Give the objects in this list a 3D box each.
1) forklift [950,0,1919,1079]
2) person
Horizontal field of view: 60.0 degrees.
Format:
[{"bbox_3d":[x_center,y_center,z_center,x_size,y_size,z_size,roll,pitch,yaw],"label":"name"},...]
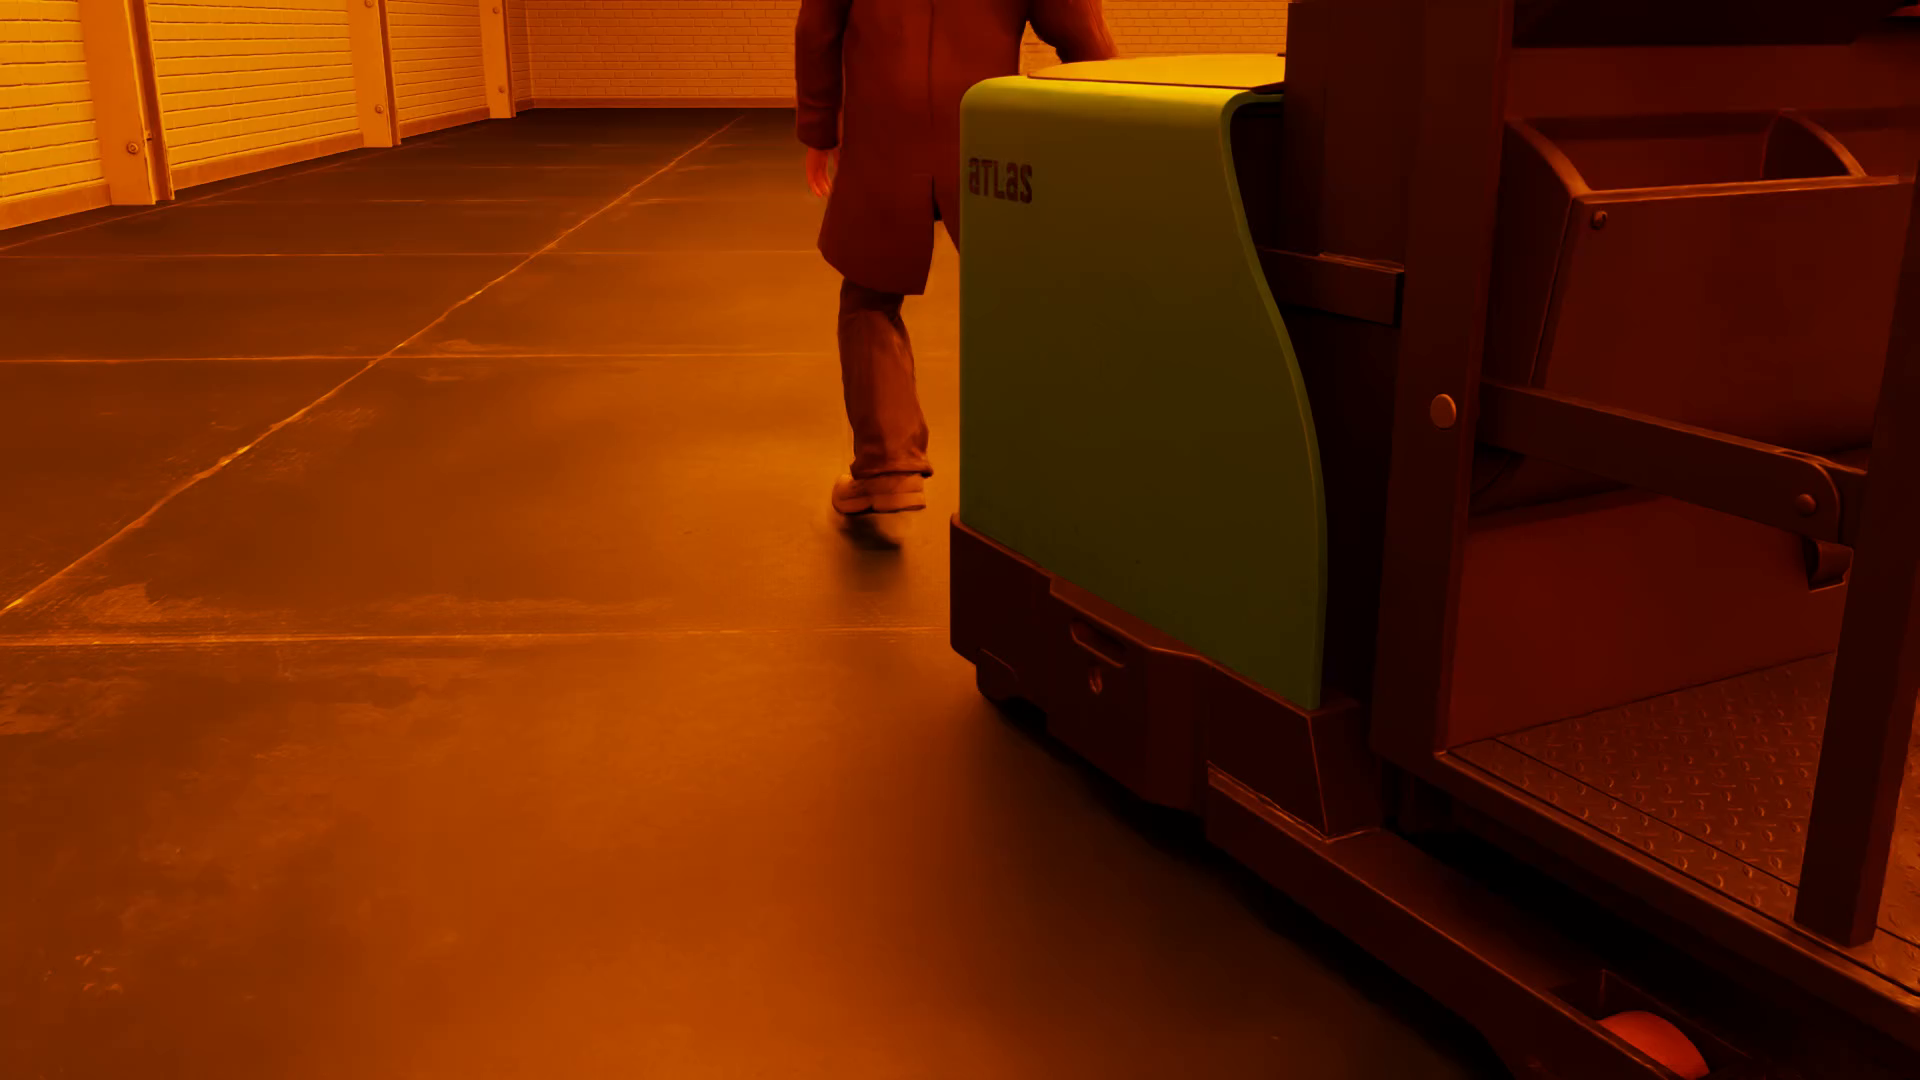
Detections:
[{"bbox_3d":[1.111,-0.835,1.638,1.130,2.935,3.031,-9,19,-26],"label":"forklift"},{"bbox_3d":[0.021,-0.873,3.851,0.799,1.708,0.583,1,17,3],"label":"person"}]
